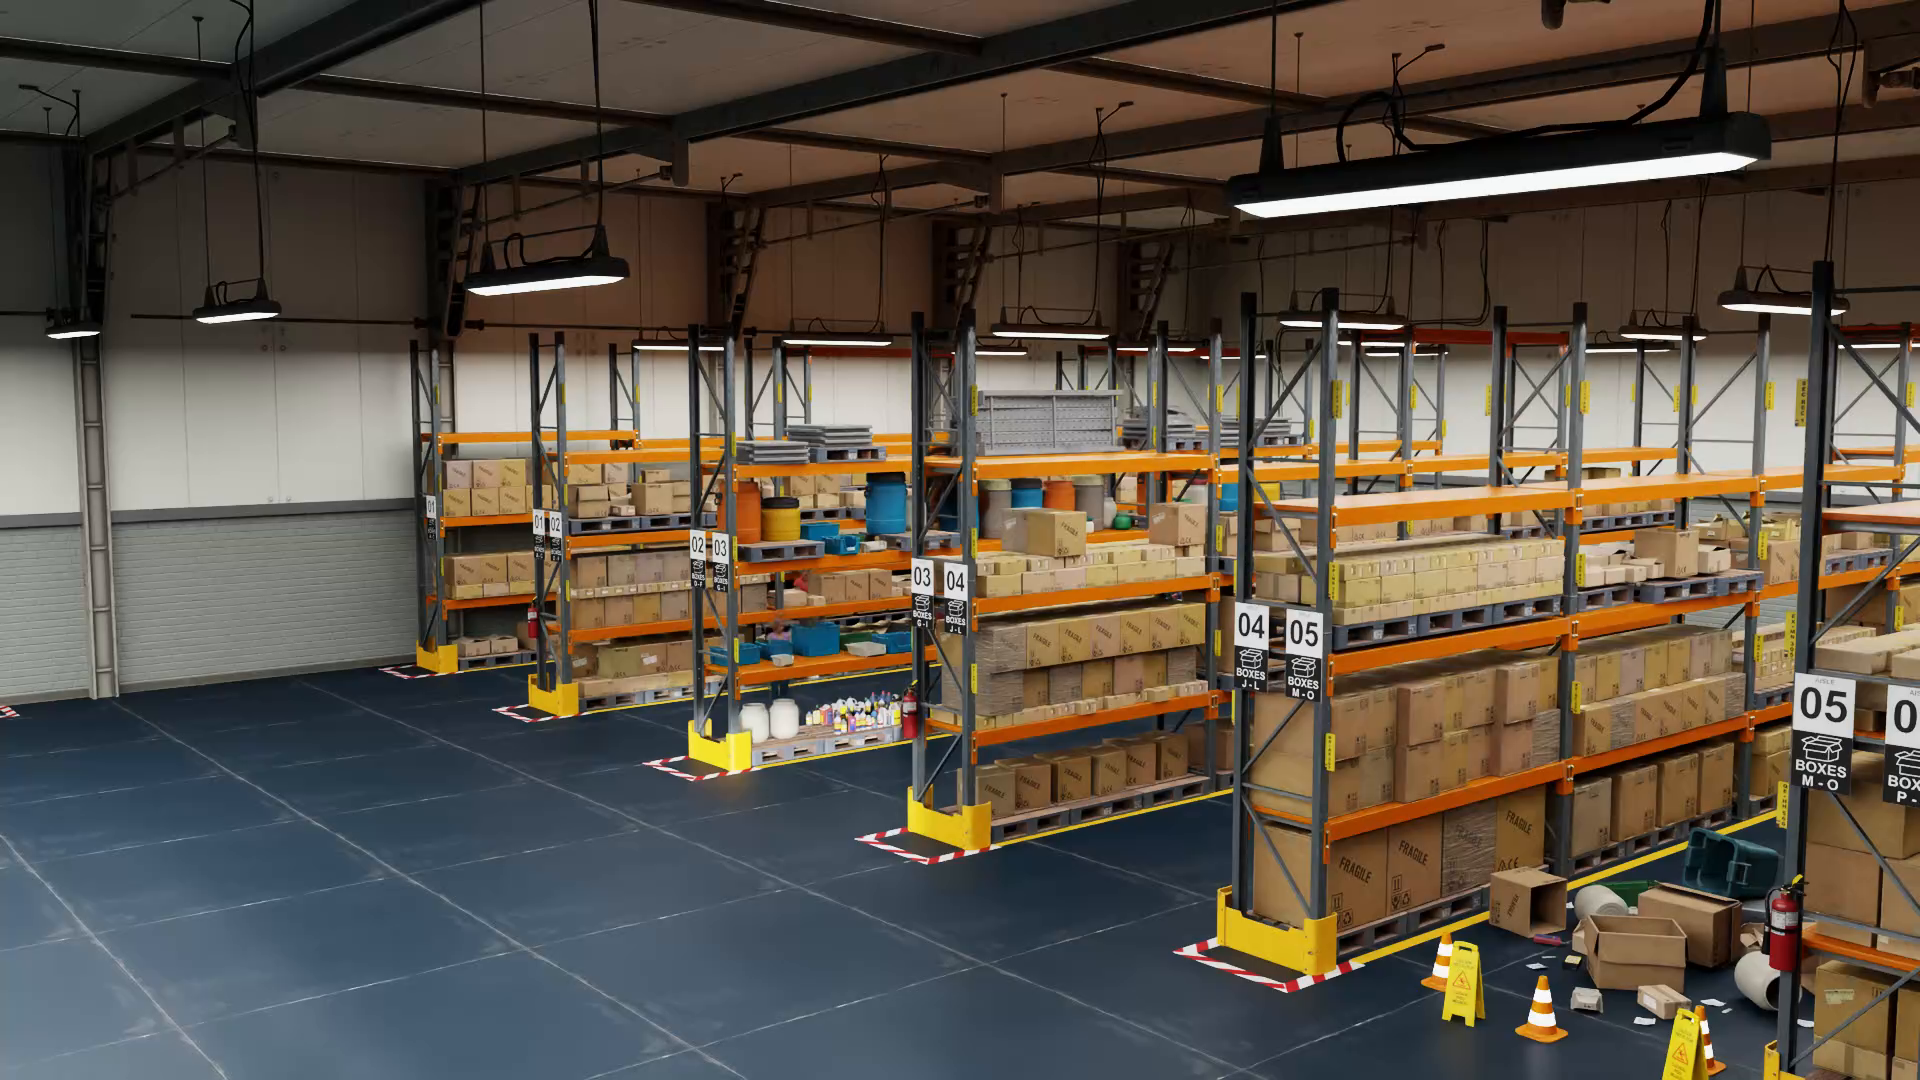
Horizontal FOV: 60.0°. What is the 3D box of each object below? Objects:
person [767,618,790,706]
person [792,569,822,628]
[{"bbox_3d":[-2.783,1.986,25.605,0.440,1.611,0.334,-3,6,-26],"label":"person"},{"bbox_3d":[-2.933,1.349,31.957,0.608,1.741,0.410,0,5,4],"label":"person"}]
